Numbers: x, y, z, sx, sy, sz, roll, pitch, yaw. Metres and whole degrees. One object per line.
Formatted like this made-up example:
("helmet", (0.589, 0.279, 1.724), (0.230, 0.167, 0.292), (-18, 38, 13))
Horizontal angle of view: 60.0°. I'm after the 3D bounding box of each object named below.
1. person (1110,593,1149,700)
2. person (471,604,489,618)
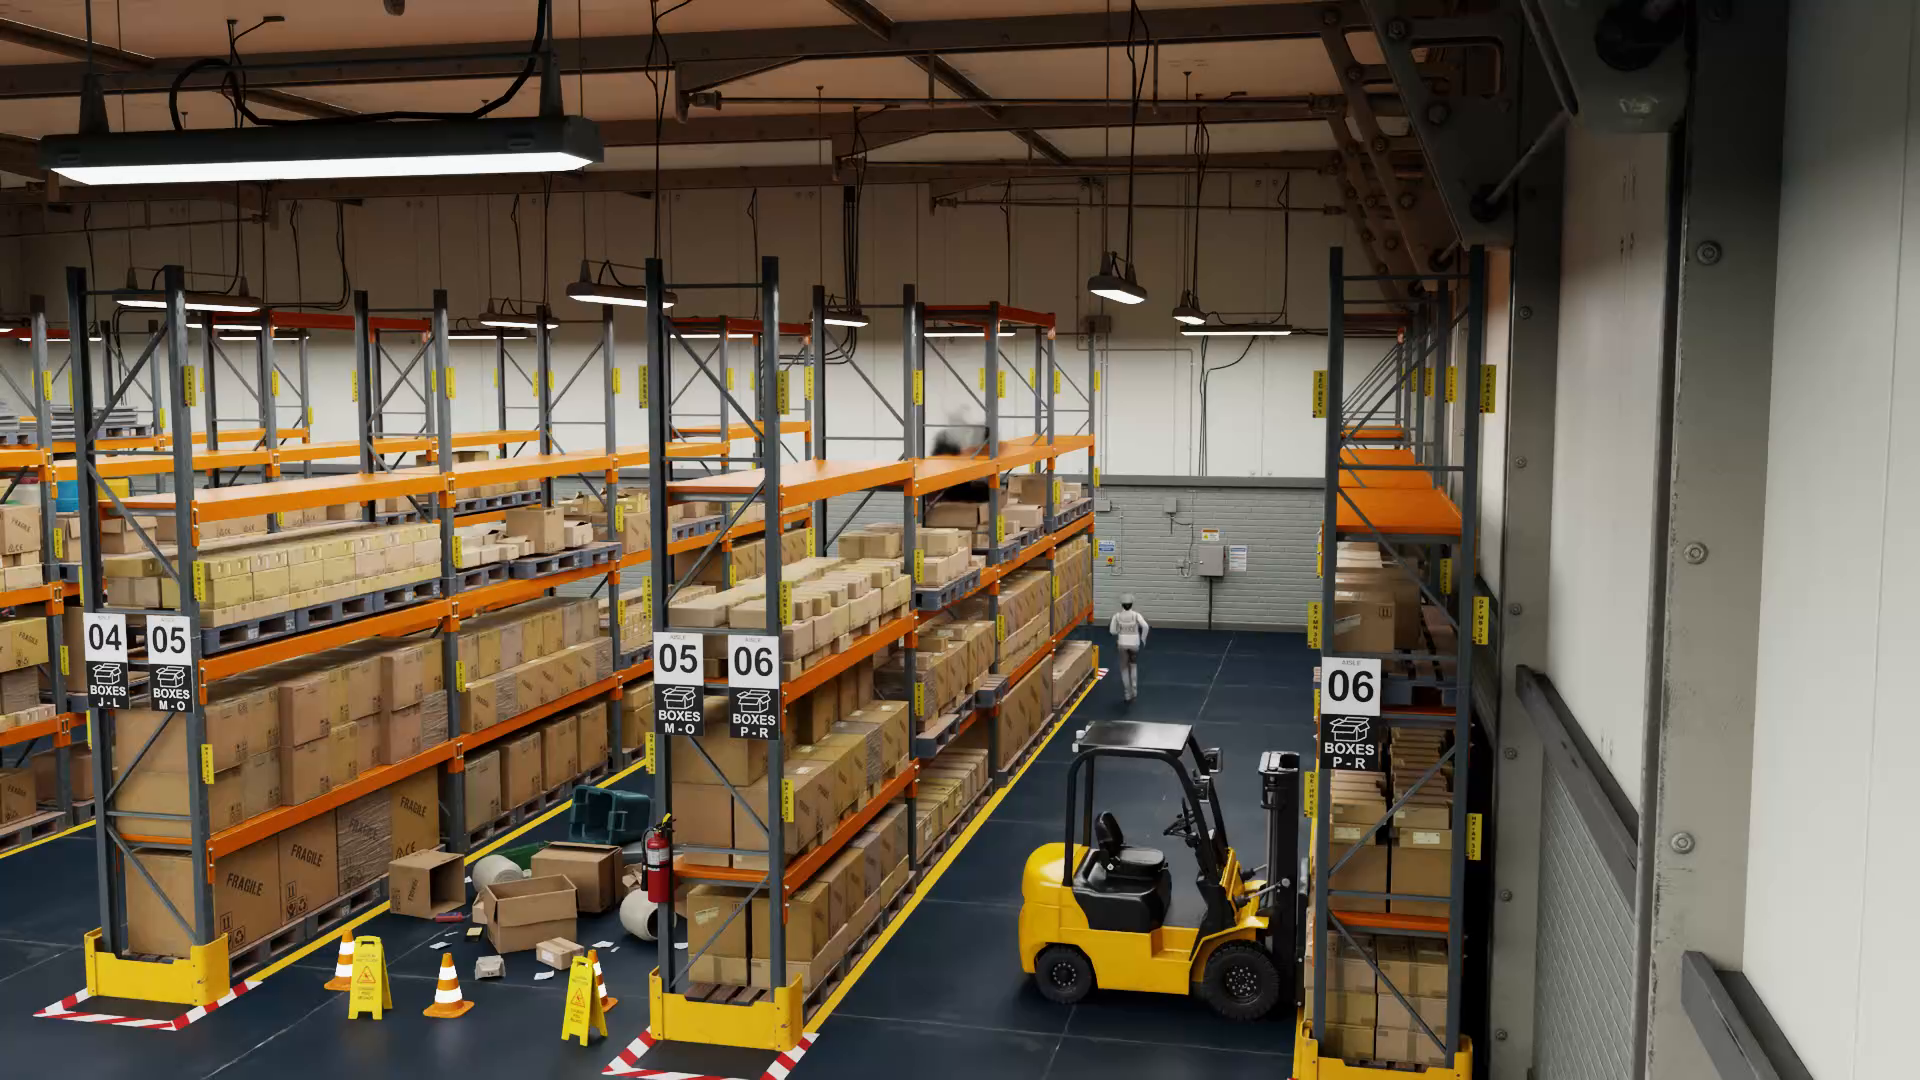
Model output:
("person", (2.658, 1.669, 26.237), (0.598, 1.669, 0.611), (0, 6, 1))
("person", (-7.428, 1.739, 25.656), (0.591, 1.731, 0.638), (1, 6, 14))
